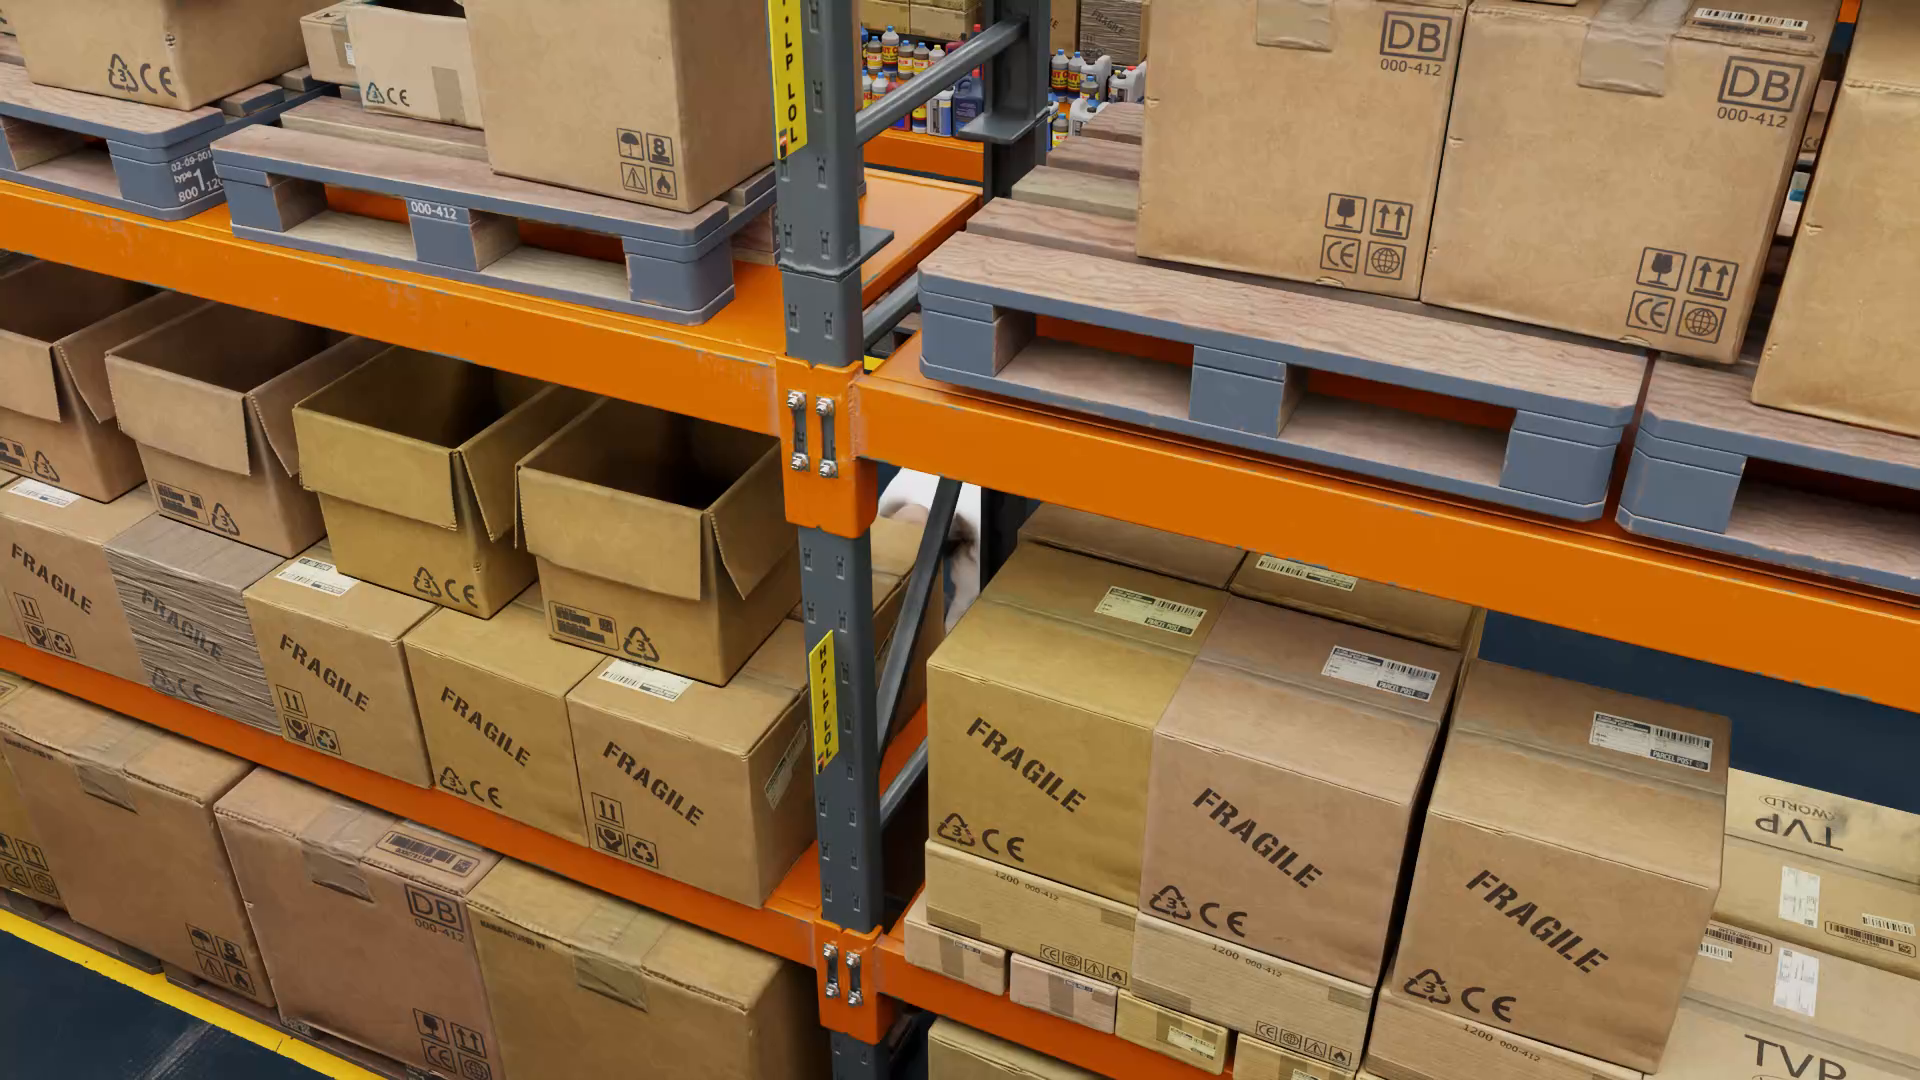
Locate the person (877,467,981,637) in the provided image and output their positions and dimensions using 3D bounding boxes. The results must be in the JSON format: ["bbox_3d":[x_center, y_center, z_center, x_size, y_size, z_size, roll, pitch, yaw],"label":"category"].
[{"bbox_3d":[-0.058,0.155,6.551,0.581,1.084,0.941,12,35,18],"label":"person"}]
